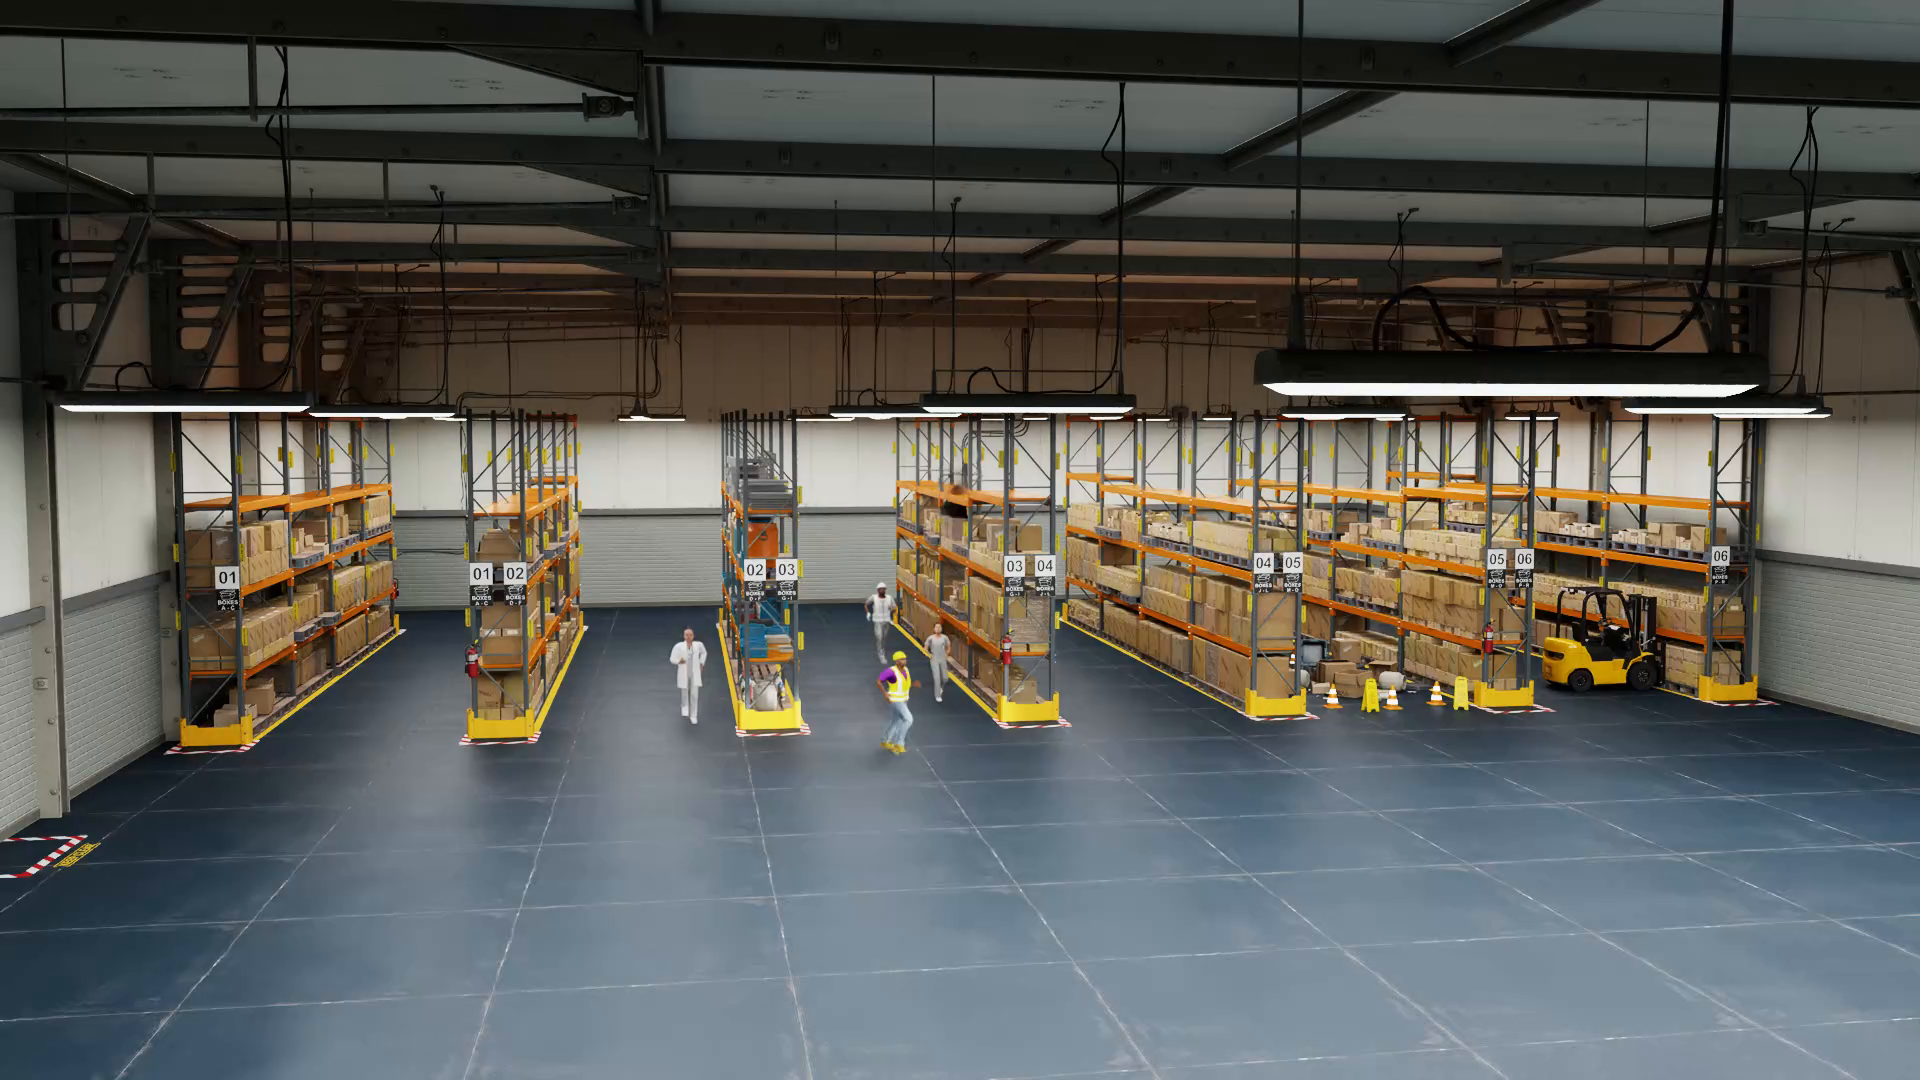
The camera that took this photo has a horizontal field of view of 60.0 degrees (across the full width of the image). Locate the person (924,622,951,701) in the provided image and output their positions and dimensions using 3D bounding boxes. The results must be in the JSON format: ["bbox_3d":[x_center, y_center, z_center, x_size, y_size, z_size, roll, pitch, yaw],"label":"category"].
[{"bbox_3d":[-0.462,2.495,34.280,0.563,1.617,0.609,-1,4,-10],"label":"person"}]

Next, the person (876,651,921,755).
[{"bbox_3d":[-1.052,2.839,28.980,0.747,1.823,0.661,2,4,24],"label":"person"}]

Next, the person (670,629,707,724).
[{"bbox_3d":[-5.185,2.582,31.852,0.712,1.753,1.043,-1,4,-14],"label":"person"}]

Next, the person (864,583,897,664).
[{"bbox_3d":[-1.764,1.881,37.798,0.679,1.813,0.896,-2,4,-21],"label":"person"}]
